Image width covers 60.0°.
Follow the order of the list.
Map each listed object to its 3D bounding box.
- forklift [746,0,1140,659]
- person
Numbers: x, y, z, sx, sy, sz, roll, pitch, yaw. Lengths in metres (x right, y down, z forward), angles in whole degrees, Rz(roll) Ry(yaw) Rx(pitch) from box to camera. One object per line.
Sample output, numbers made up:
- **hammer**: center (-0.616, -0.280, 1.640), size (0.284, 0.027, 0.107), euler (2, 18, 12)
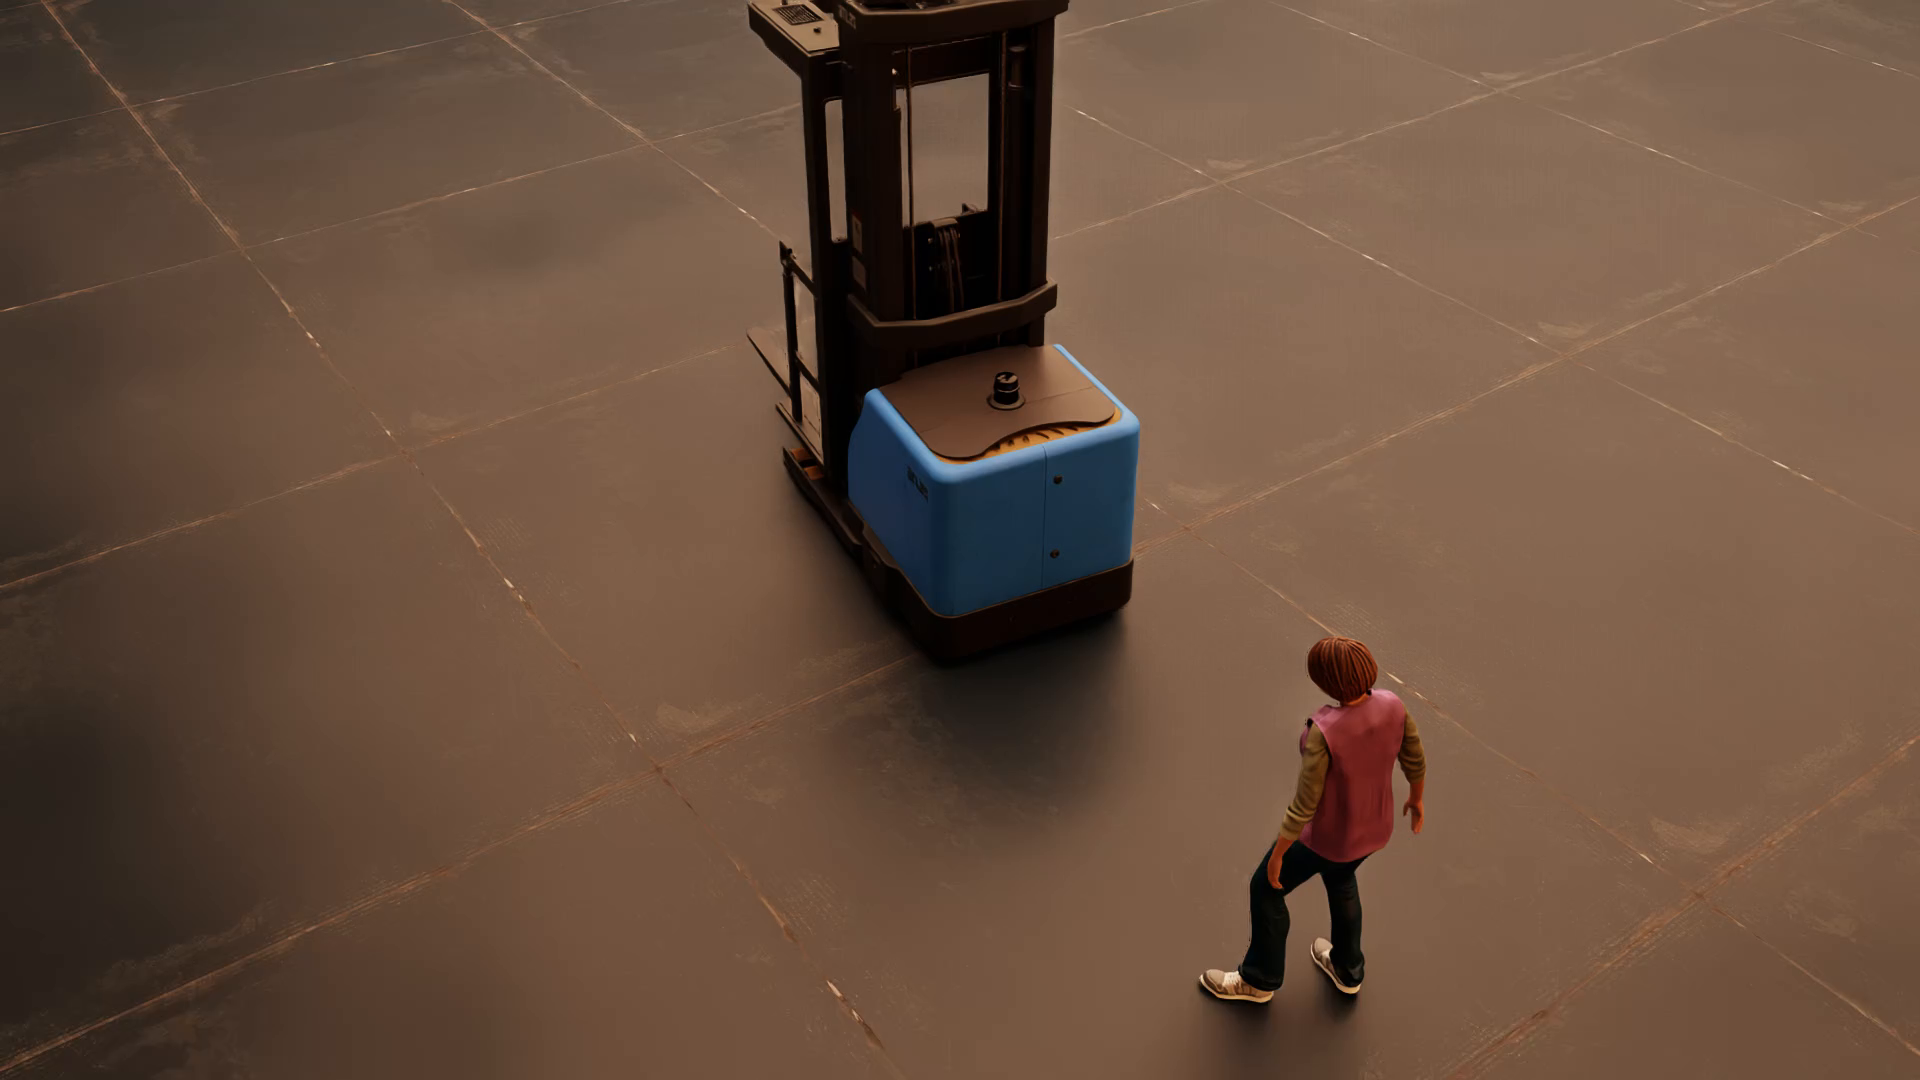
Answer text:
- **forklift**: center (-0.284, -1.505, 7.980), size (1.130, 2.935, 3.031), euler (-16, 39, -21)
- **person**: center (1.275, 1.001, 5.752), size (0.726, 1.564, 0.379), euler (-18, 40, -23)
